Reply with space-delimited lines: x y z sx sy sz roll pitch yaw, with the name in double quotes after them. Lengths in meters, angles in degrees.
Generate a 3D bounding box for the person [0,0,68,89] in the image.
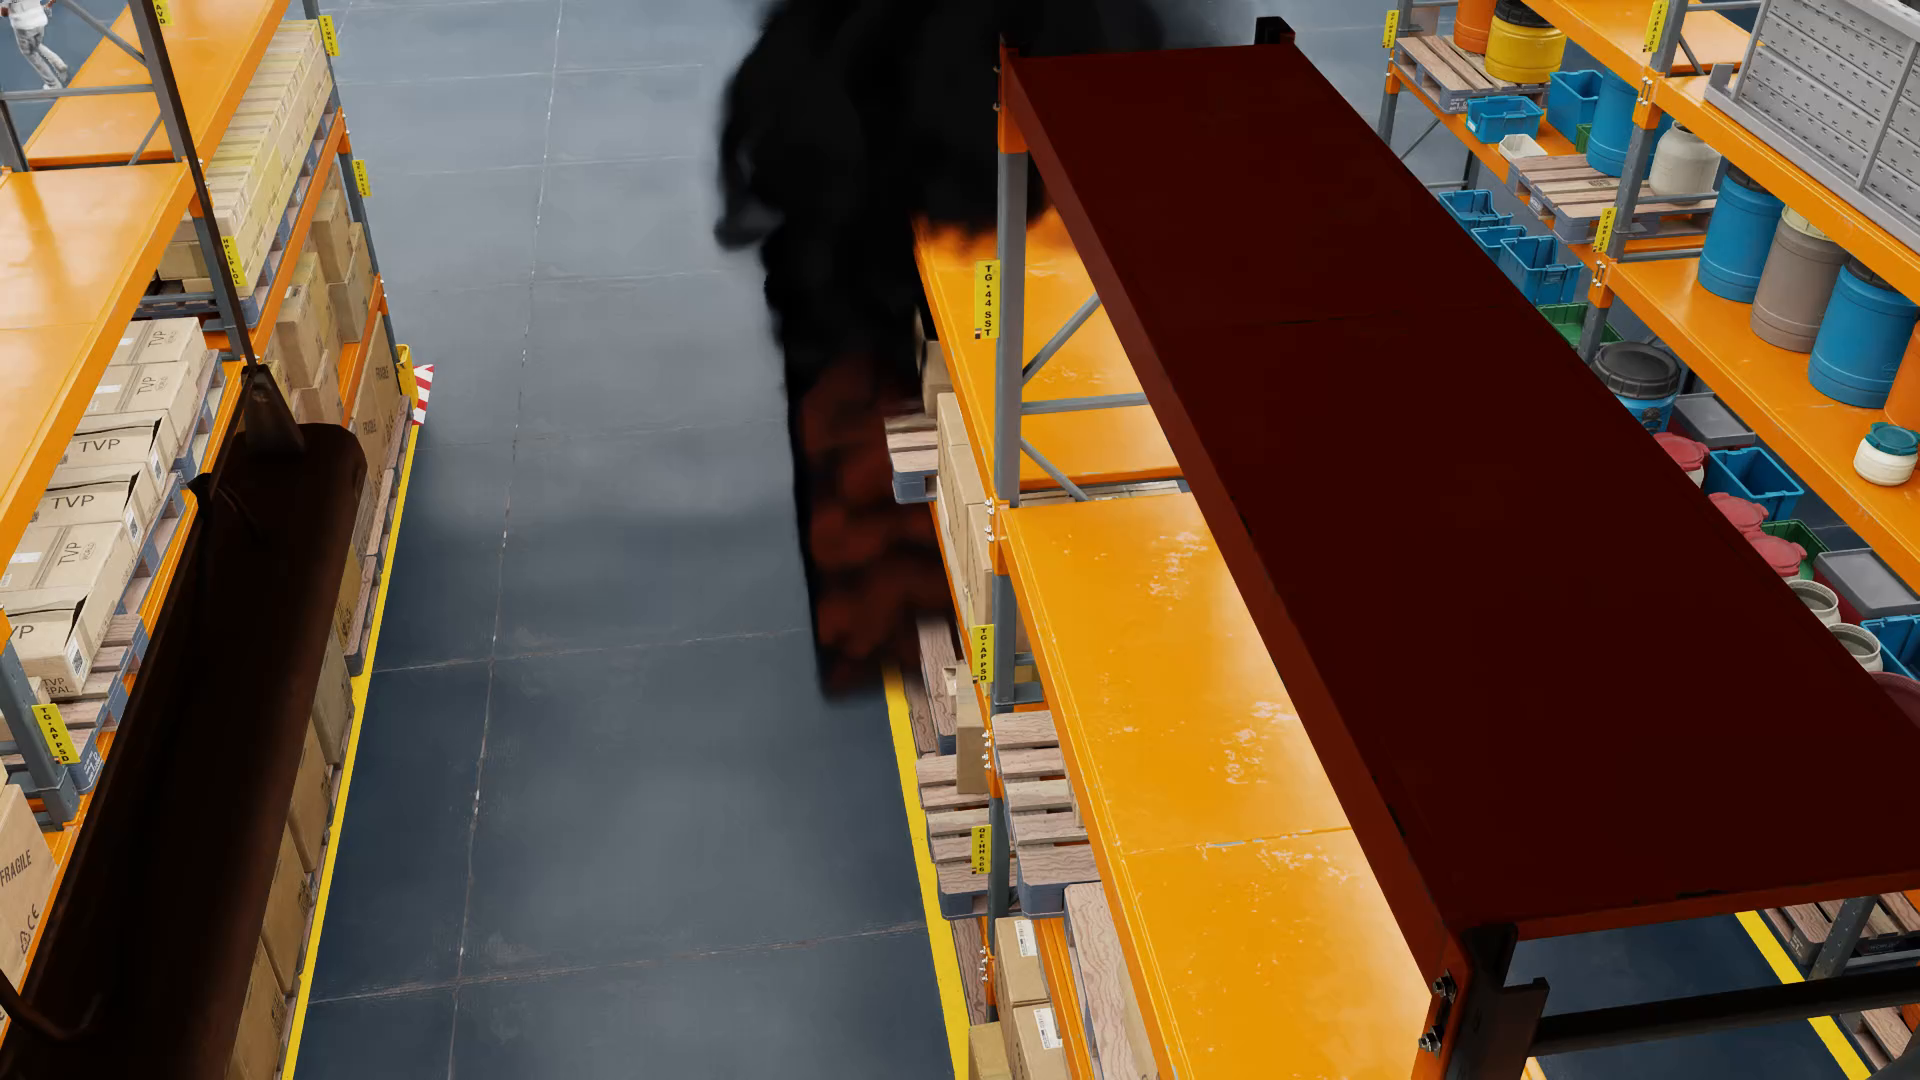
-11.664 -6.465 20.777 0.582 1.735 0.677 15 39 19 "person"
